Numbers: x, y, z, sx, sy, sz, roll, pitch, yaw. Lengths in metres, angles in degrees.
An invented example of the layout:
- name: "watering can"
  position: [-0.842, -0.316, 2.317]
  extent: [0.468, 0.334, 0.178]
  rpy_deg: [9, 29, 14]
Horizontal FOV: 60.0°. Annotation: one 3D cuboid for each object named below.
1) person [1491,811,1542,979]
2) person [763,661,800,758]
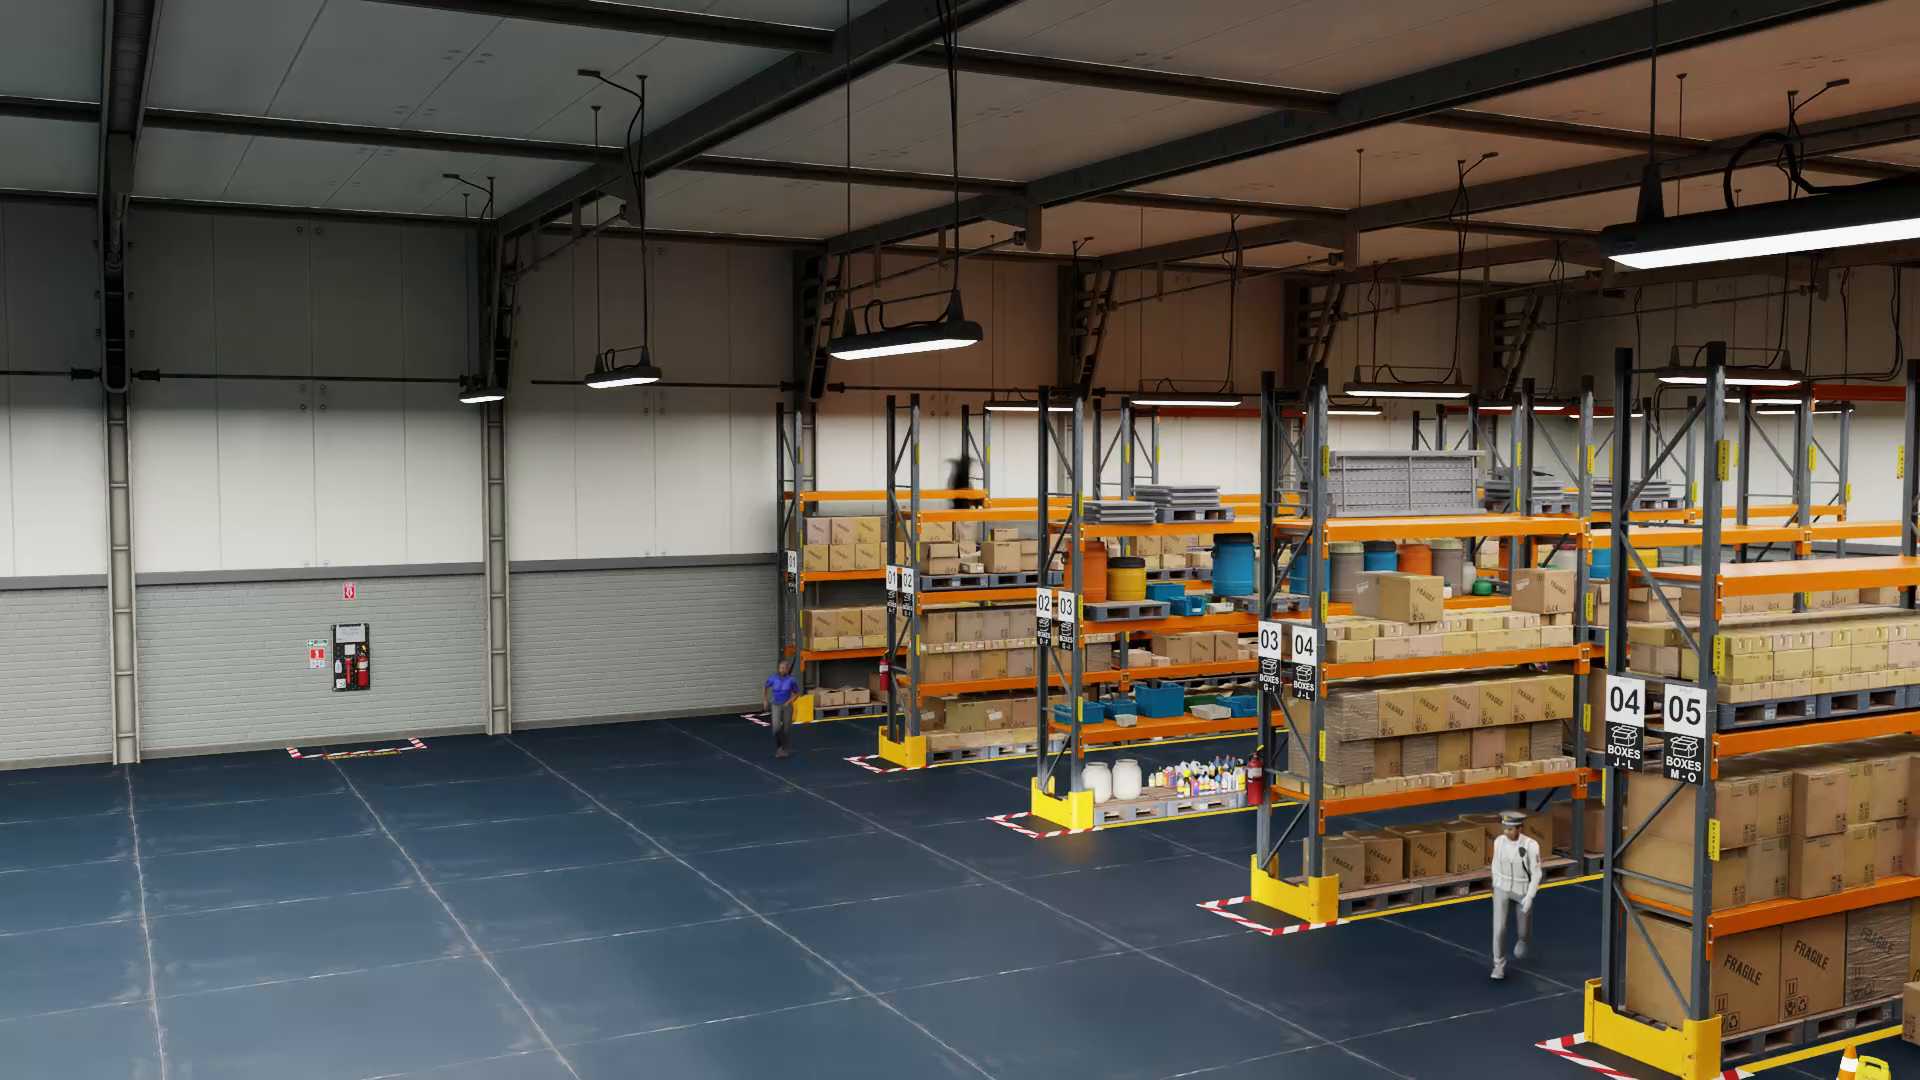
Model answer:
- name: "person"
  position: [5.433, 3.420, 16.238]
  extent: [0.481, 1.590, 0.780]
  rpy_deg: [1, 3, 22]
- name: "person"
  position: [-2.946, 2.796, 27.465]
  extent: [0.608, 1.625, 0.613]
  rpy_deg: [0, 3, -5]
